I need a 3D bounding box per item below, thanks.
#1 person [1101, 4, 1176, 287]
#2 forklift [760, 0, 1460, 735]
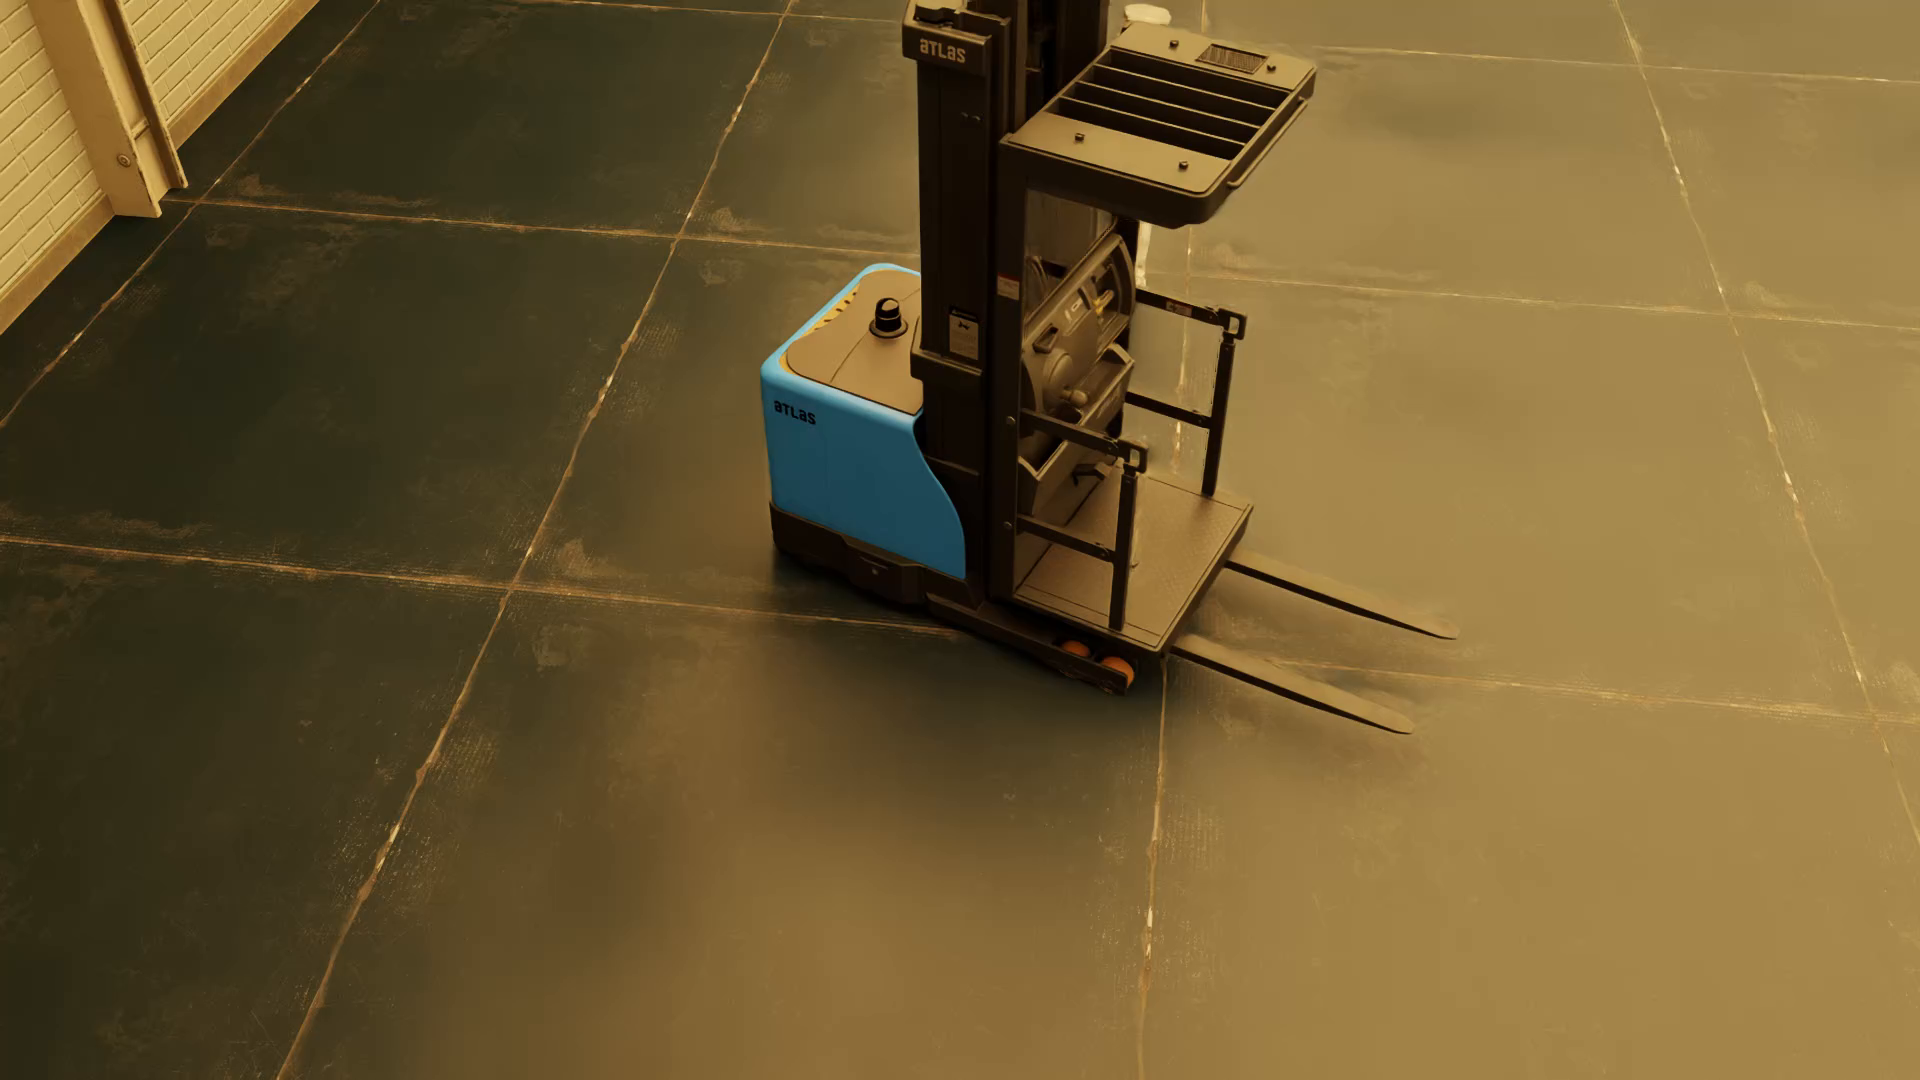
[{"bbox_3d":[0.947,-2.106,9.037,0.527,1.644,0.850,0,43,0],"label":"person"},{"bbox_3d":[0.663,-0.828,6.625,3.031,2.935,1.130,21,46,21],"label":"forklift"}]
